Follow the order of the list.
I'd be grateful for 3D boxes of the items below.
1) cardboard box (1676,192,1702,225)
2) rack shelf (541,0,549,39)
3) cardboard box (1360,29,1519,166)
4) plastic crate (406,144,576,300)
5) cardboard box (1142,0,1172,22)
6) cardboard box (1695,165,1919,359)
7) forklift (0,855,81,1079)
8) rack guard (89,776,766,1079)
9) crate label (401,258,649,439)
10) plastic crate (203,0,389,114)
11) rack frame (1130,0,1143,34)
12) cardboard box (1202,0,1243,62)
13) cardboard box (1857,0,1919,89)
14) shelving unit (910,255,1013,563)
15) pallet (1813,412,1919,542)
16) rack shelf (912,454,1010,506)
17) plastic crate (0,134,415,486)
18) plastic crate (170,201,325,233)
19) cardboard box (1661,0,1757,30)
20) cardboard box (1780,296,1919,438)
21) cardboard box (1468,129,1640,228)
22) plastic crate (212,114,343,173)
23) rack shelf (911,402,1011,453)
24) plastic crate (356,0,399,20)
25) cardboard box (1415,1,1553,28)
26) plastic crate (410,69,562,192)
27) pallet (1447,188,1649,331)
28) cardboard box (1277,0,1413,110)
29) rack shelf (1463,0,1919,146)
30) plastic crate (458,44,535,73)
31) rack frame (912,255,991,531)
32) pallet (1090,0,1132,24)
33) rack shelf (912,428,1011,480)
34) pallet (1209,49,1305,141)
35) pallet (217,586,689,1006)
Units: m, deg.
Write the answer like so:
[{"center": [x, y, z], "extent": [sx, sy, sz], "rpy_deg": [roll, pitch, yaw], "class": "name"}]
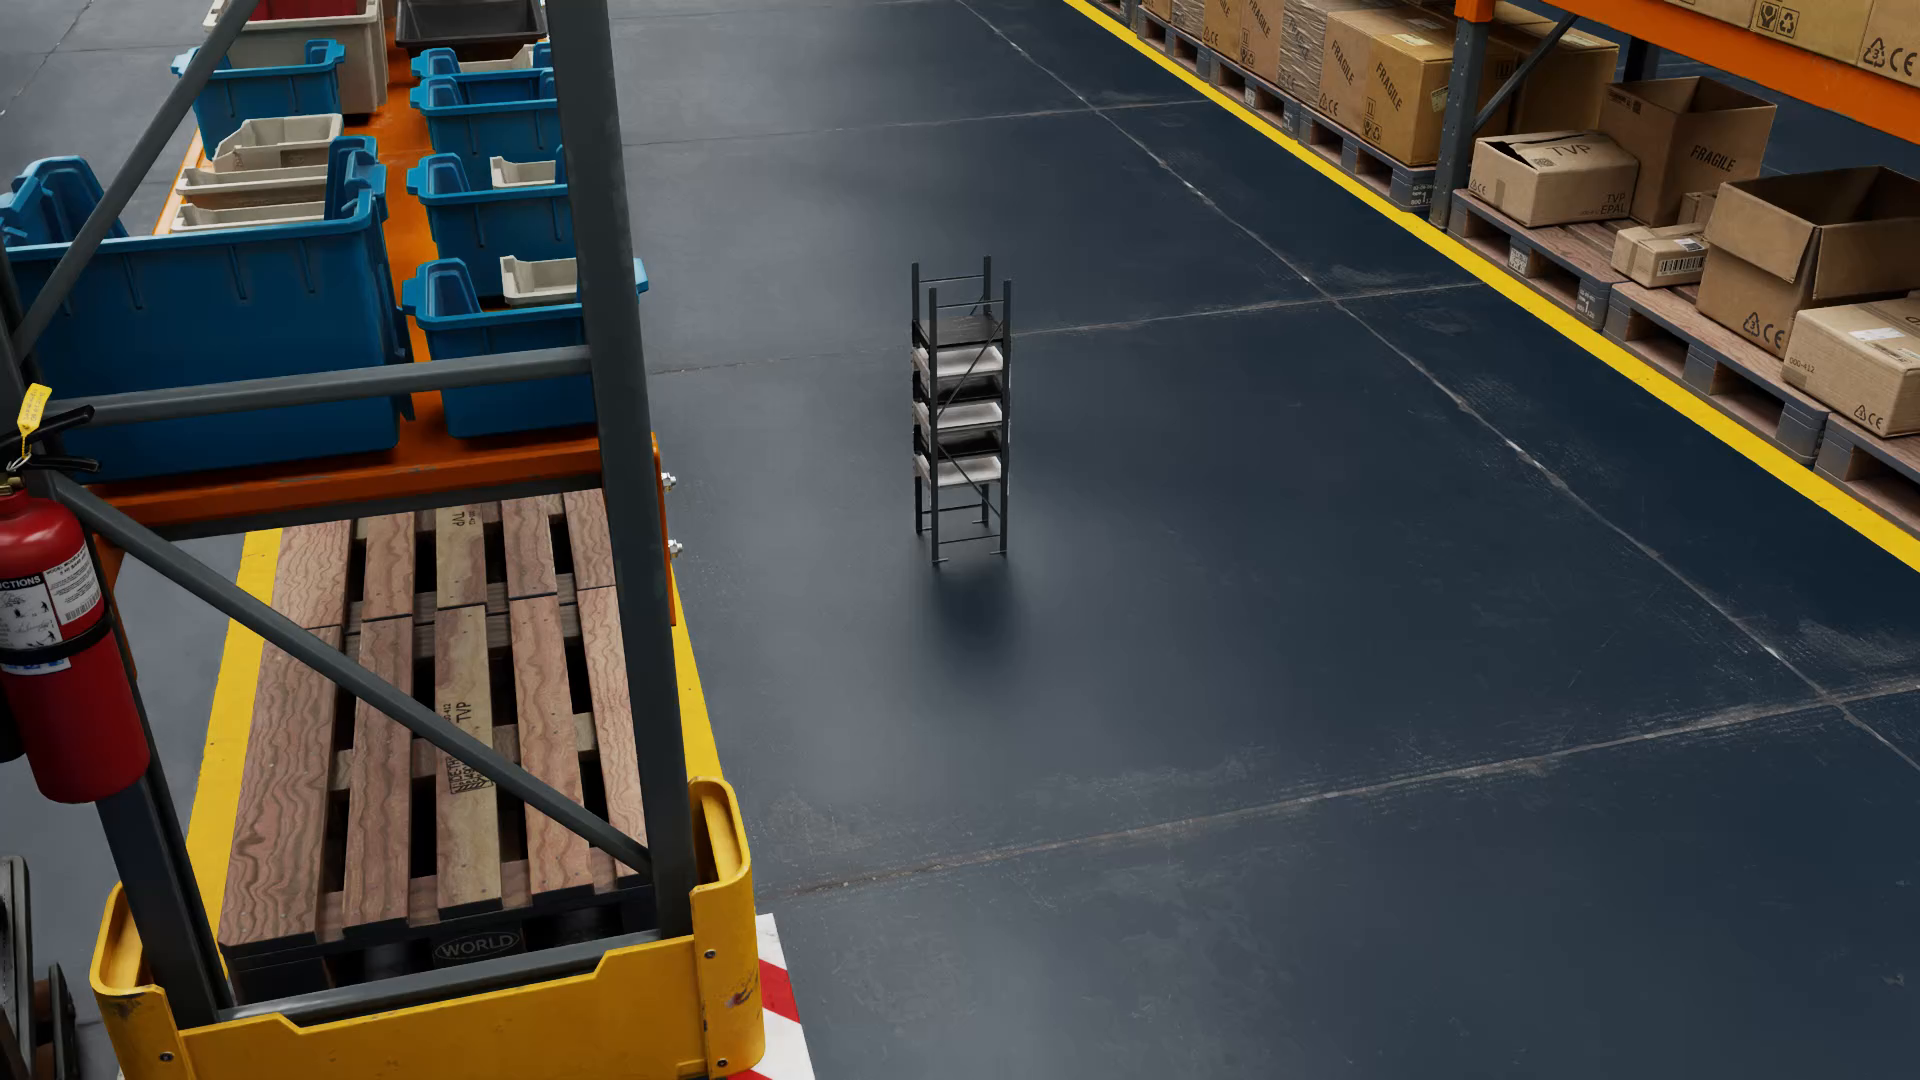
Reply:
[{"center": [3.282, -1.373, 7.034], "extent": [0.380, 0.149, 0.250], "rpy_deg": [-8, 31, -13], "class": "cardboard box"}, {"center": [-2.608, -2.825, 7.854], "extent": [1.077, 0.370, 4.000], "rpy_deg": [-8, 31, -13], "class": "rack shelf"}, {"center": [2.293, -2.136, 8.001], "extent": [0.500, 0.500, 0.500], "rpy_deg": [-8, 31, -14], "class": "cardboard box"}, {"center": [-0.938, -0.673, 3.525], "extent": [0.416, 0.233, 0.300], "rpy_deg": [-8, 31, -13], "class": "plastic crate"}, {"center": [1.484, -3.609, 10.548], "extent": [0.500, 0.500, 0.500], "rpy_deg": [-7, 31, -11], "class": "cardboard box"}, {"center": [3.204, -1.030, 6.088], "extent": [0.797, 0.503, 0.637], "rpy_deg": [-8, 31, -13], "class": "cardboard box"}, {"center": [-2.192, 0.021, 2.288], "extent": [1.130, 2.935, 3.031], "rpy_deg": [-15, 33, -23], "class": "forklift"}, {"center": [-0.996, 0.854, 3.276], "extent": [1.175, 0.500, 0.348], "rpy_deg": [-8, 31, -13], "class": "rack guard"}, {"center": [-0.763, -0.355, 2.976], "extent": [0.416, 0.233, 0.303], "rpy_deg": [-8, 31, -13], "class": "crate label"}, {"center": [-1.849, -1.383, 4.703], "extent": [0.437, 0.282, 0.530], "rpy_deg": [-8, 31, -13], "class": "plastic crate"}, {"center": [1.638, -4.759, 10.477], "extent": [1.000, 3.000, 0.127], "rpy_deg": [-8, 31, -13], "class": "rack frame"}, {"center": [1.756, -3.114, 9.693], "extent": [0.500, 0.500, 0.500], "rpy_deg": [-8, 31, -14], "class": "cardboard box"}, {"center": [3.112, -1.610, 4.938], "extent": [0.500, 0.500, 0.500], "rpy_deg": [-8, 31, -13], "class": "cardboard box"}, {"center": [0.002, -0.386, 5.018], "extent": [0.258, 0.900, 0.210], "rpy_deg": [-8, 31, -13], "class": "shelving unit"}, {"center": [3.529, -0.110, 5.229], "extent": [1.003, 0.211, 1.213], "rpy_deg": [-8, 31, -13], "class": "pallet"}, {"center": [0.002, -0.201, 5.125], "extent": [0.258, 0.077, 0.200], "rpy_deg": [-8, 31, -13], "class": "rack shelf"}, {"center": [-1.284, -0.416, 2.880], "extent": [0.616, 0.435, 0.499], "rpy_deg": [-8, 31, -13], "class": "plastic crate"}, {"center": [-1.469, -0.662, 3.602], "extent": [0.396, 0.136, 0.243], "rpy_deg": [-8, 31, -13], "class": "plastic crate"}, {"center": [2.842, -2.099, 5.782], "extent": [0.500, 0.500, 0.500], "rpy_deg": [-8, 31, -14], "class": "cardboard box"}, {"center": [3.157, -0.588, 5.577], "extent": [0.500, 0.250, 0.500], "rpy_deg": [-8, 31, -13], "class": "cardboard box"}, {"center": [2.603, -1.622, 7.303], "extent": [0.500, 0.311, 0.500], "rpy_deg": [-8, 31, -13], "class": "cardboard box"}, {"center": [-1.663, -0.933, 4.072], "extent": [0.298, 0.136, 0.250], "rpy_deg": [-8, 31, -13], "class": "plastic crate"}, {"center": [0.002, -0.357, 5.034], "extent": [0.258, 0.077, 0.200], "rpy_deg": [-8, 31, -13], "class": "rack shelf"}, {"center": [-2.091, -1.838, 5.635], "extent": [0.396, 0.136, 0.243], "rpy_deg": [-8, 31, -13], "class": "plastic crate"}, {"center": [2.654, -2.458, 8.558], "extent": [0.500, 0.500, 0.500], "rpy_deg": [-7, 31, -13], "class": "cardboard box"}, {"center": [-1.113, -0.991, 4.074], "extent": [0.416, 0.233, 0.300], "rpy_deg": [-8, 31, -13], "class": "plastic crate"}, {"center": [2.881, -1.288, 7.265], "extent": [1.003, 0.211, 1.213], "rpy_deg": [-8, 31, -13], "class": "pallet"}, {"center": [2.037, -2.618, 8.834], "extent": [0.500, 0.500, 0.500], "rpy_deg": [-7, 31, -13], "class": "cardboard box"}, {"center": [3.231, -1.550, 5.651], "extent": [1.077, 0.370, 4.000], "rpy_deg": [-8, 31, -13], "class": "rack shelf"}, {"center": [-1.325, -1.281, 4.672], "extent": [0.293, 0.136, 0.466], "rpy_deg": [-8, 31, -13], "class": "plastic crate"}, {"center": [-0.025, -0.435, 5.103], "extent": [0.240, 0.900, 0.006], "rpy_deg": [-8, 31, -13], "class": "rack frame"}, {"center": [1.457, -3.955, 11.872], "extent": [1.003, 0.211, 1.213], "rpy_deg": [-8, 31, -13], "class": "pallet"}, {"center": [0.002, -0.279, 5.080], "extent": [0.258, 0.077, 0.200], "rpy_deg": [-8, 31, -13], "class": "rack shelf"}, {"center": [2.120, -2.598, 9.528], "extent": [1.003, 0.211, 1.213], "rpy_deg": [-8, 31, -13], "class": "pallet"}, {"center": [-1.196, 0.565, 4.063], "extent": [1.003, 0.211, 1.213], "rpy_deg": [-8, 31, -13], "class": "pallet"}]
